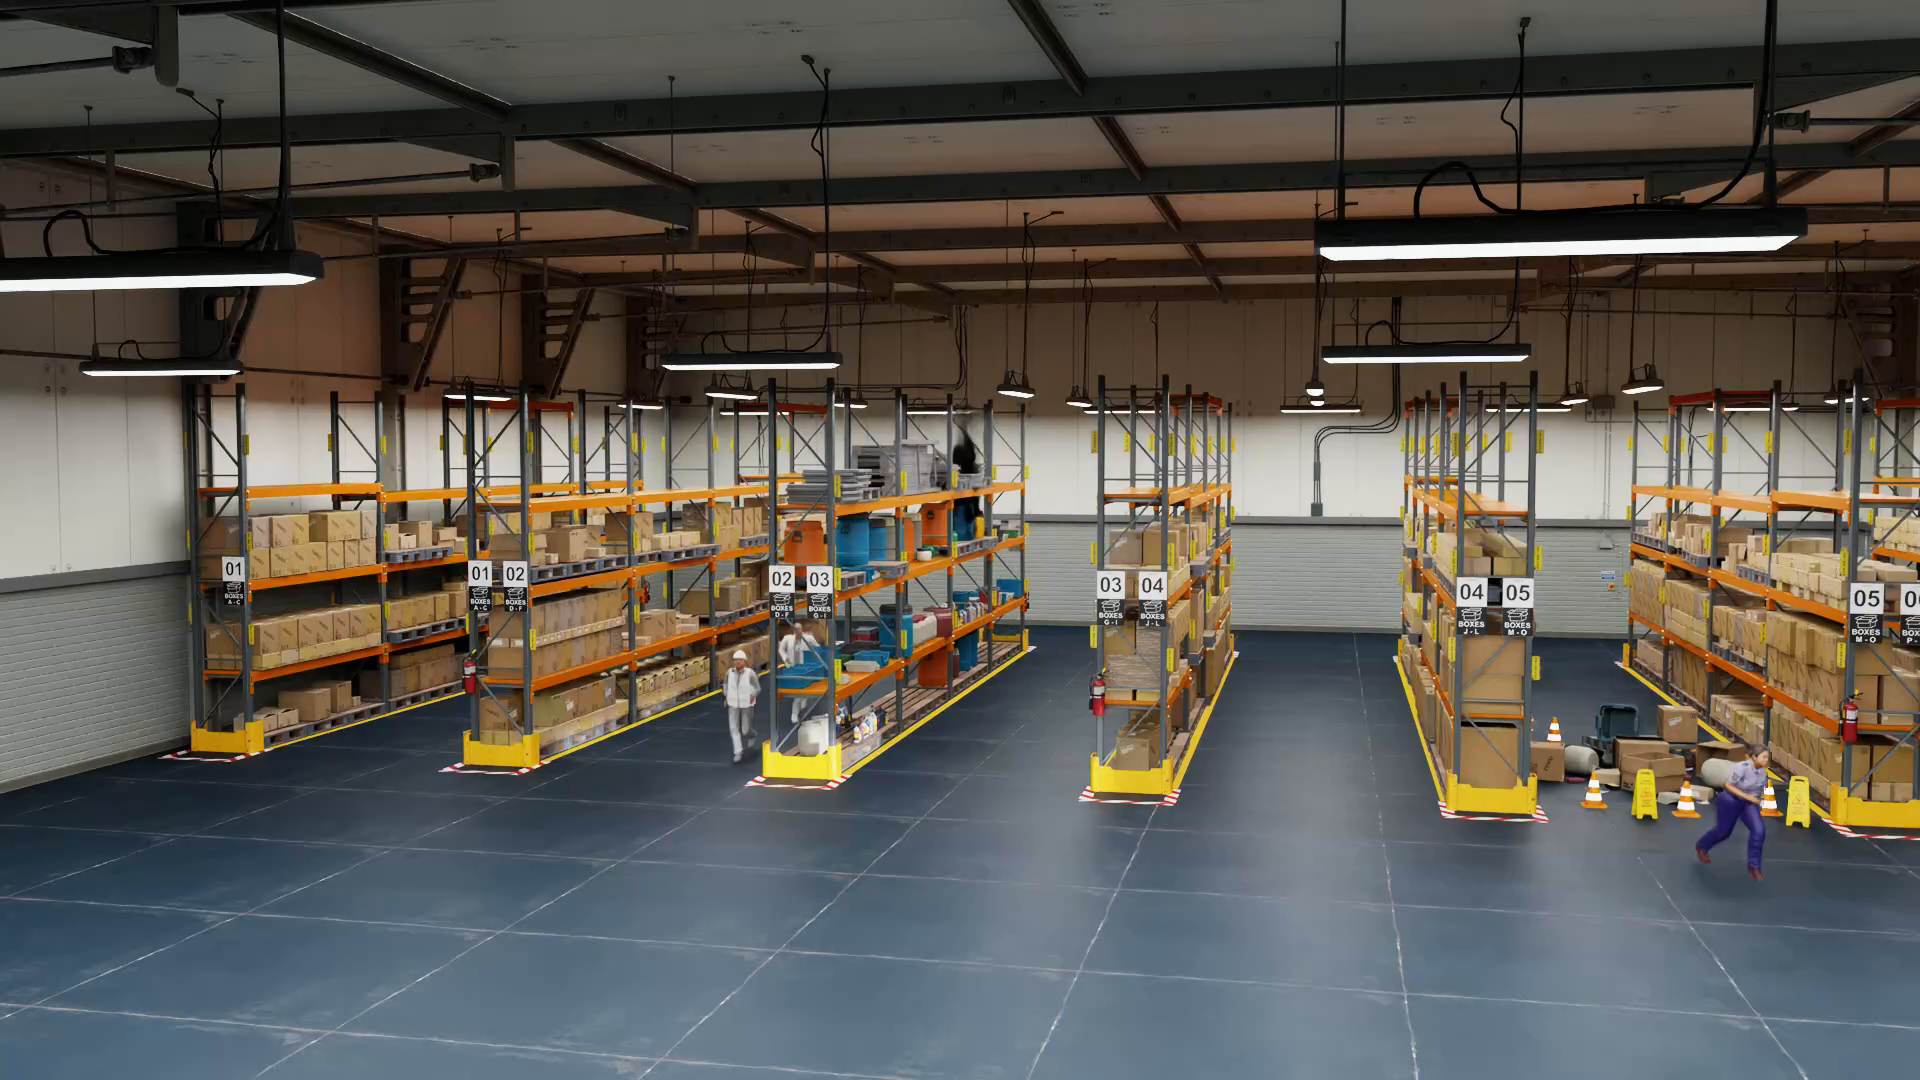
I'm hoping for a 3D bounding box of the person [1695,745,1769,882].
[{"bbox_3d":[9.037,3.104,19.442,0.648,1.549,0.963,-2,4,-25],"label":"person"}]

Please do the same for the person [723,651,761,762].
[{"bbox_3d":[-3.483,2.622,26.555,0.647,1.748,0.830,0,3,6],"label":"person"}]

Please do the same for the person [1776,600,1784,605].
[{"bbox_3d":[17.305,2.117,35.115,0.630,1.811,0.827,0,3,-1],"label":"person"}]

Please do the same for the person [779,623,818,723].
[{"bbox_3d":[-2.955,2.388,30.498,0.712,1.778,1.188,0,3,7],"label":"person"}]

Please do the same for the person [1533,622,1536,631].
[{"bbox_3d":[12.272,2.163,36.179,0.526,1.572,0.744,0,3,-5],"label":"person"}]
